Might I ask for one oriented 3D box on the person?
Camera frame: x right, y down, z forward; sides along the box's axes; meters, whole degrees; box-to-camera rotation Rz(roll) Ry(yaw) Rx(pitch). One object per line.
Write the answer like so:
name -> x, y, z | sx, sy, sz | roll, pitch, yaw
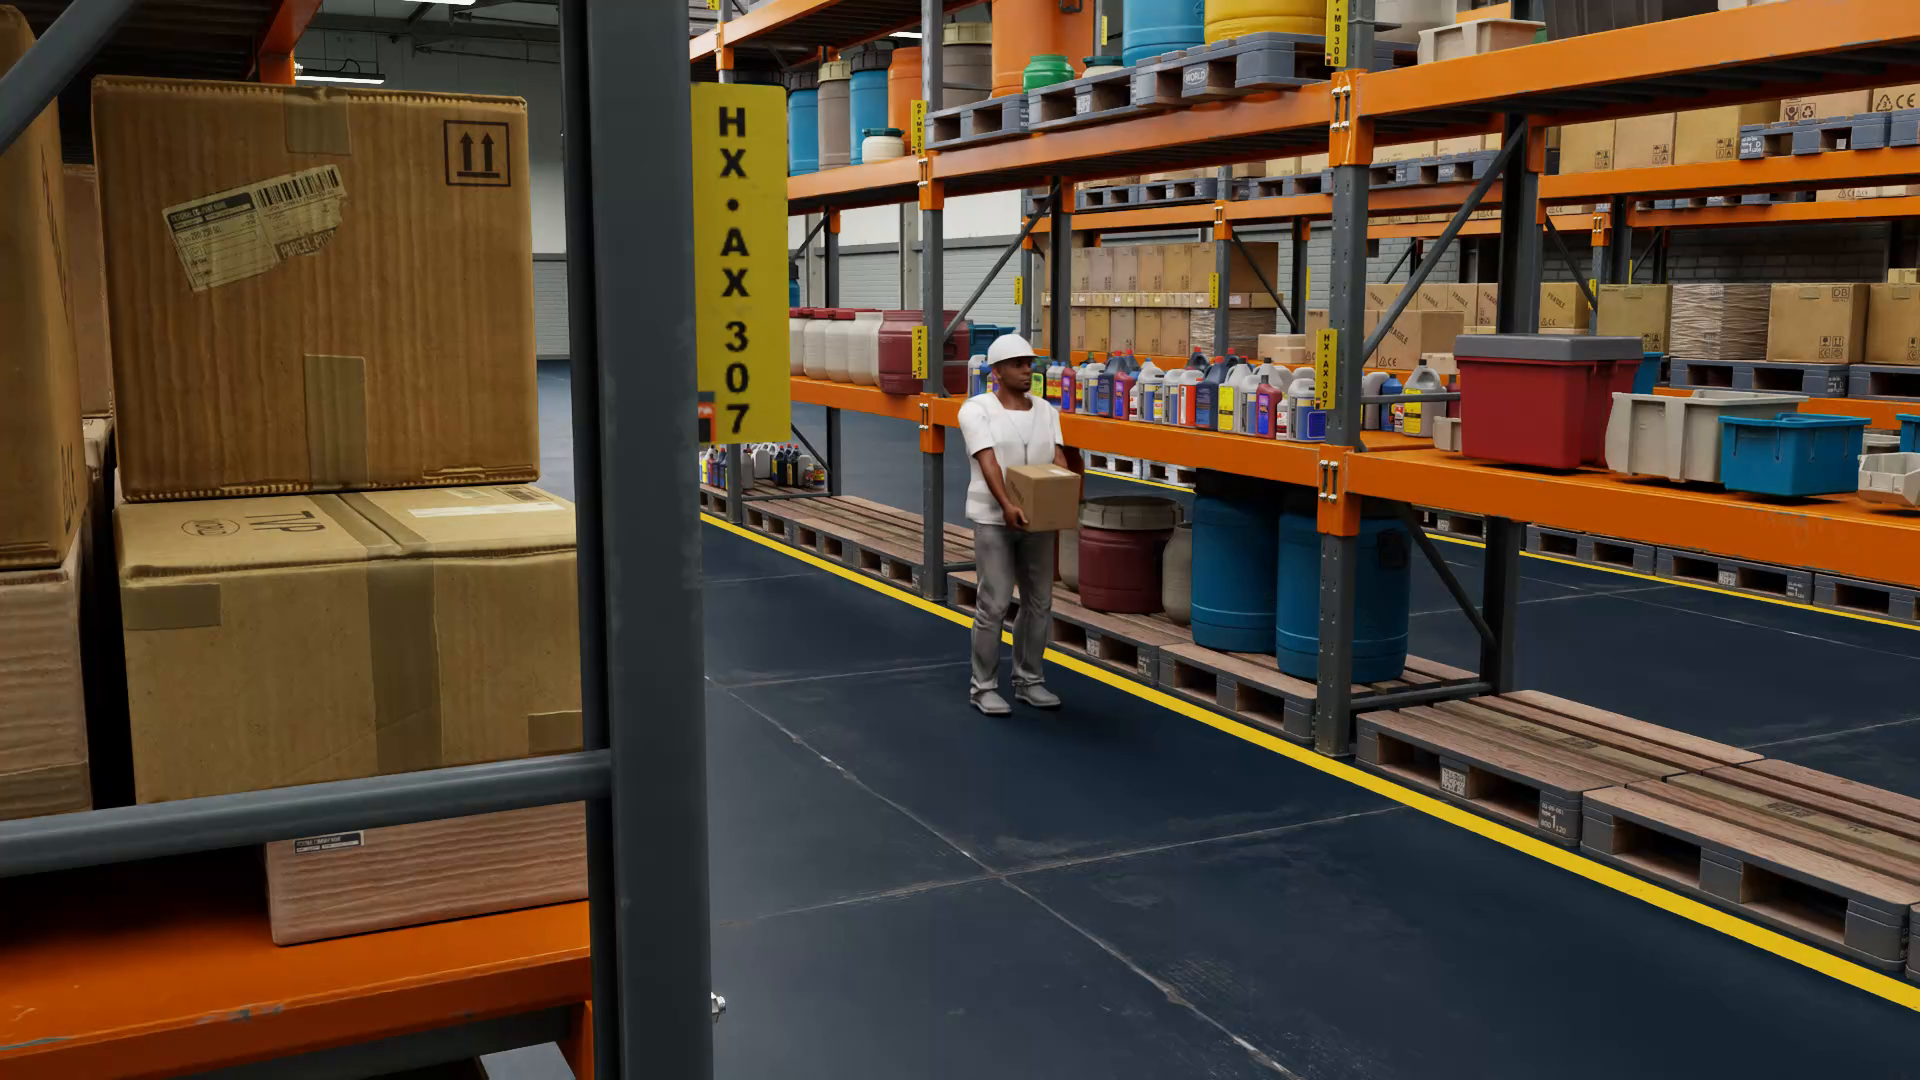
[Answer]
person -> 0.299, -0.069, 7.743 | 0.504, 1.760, 0.575 | -4, 10, -27
